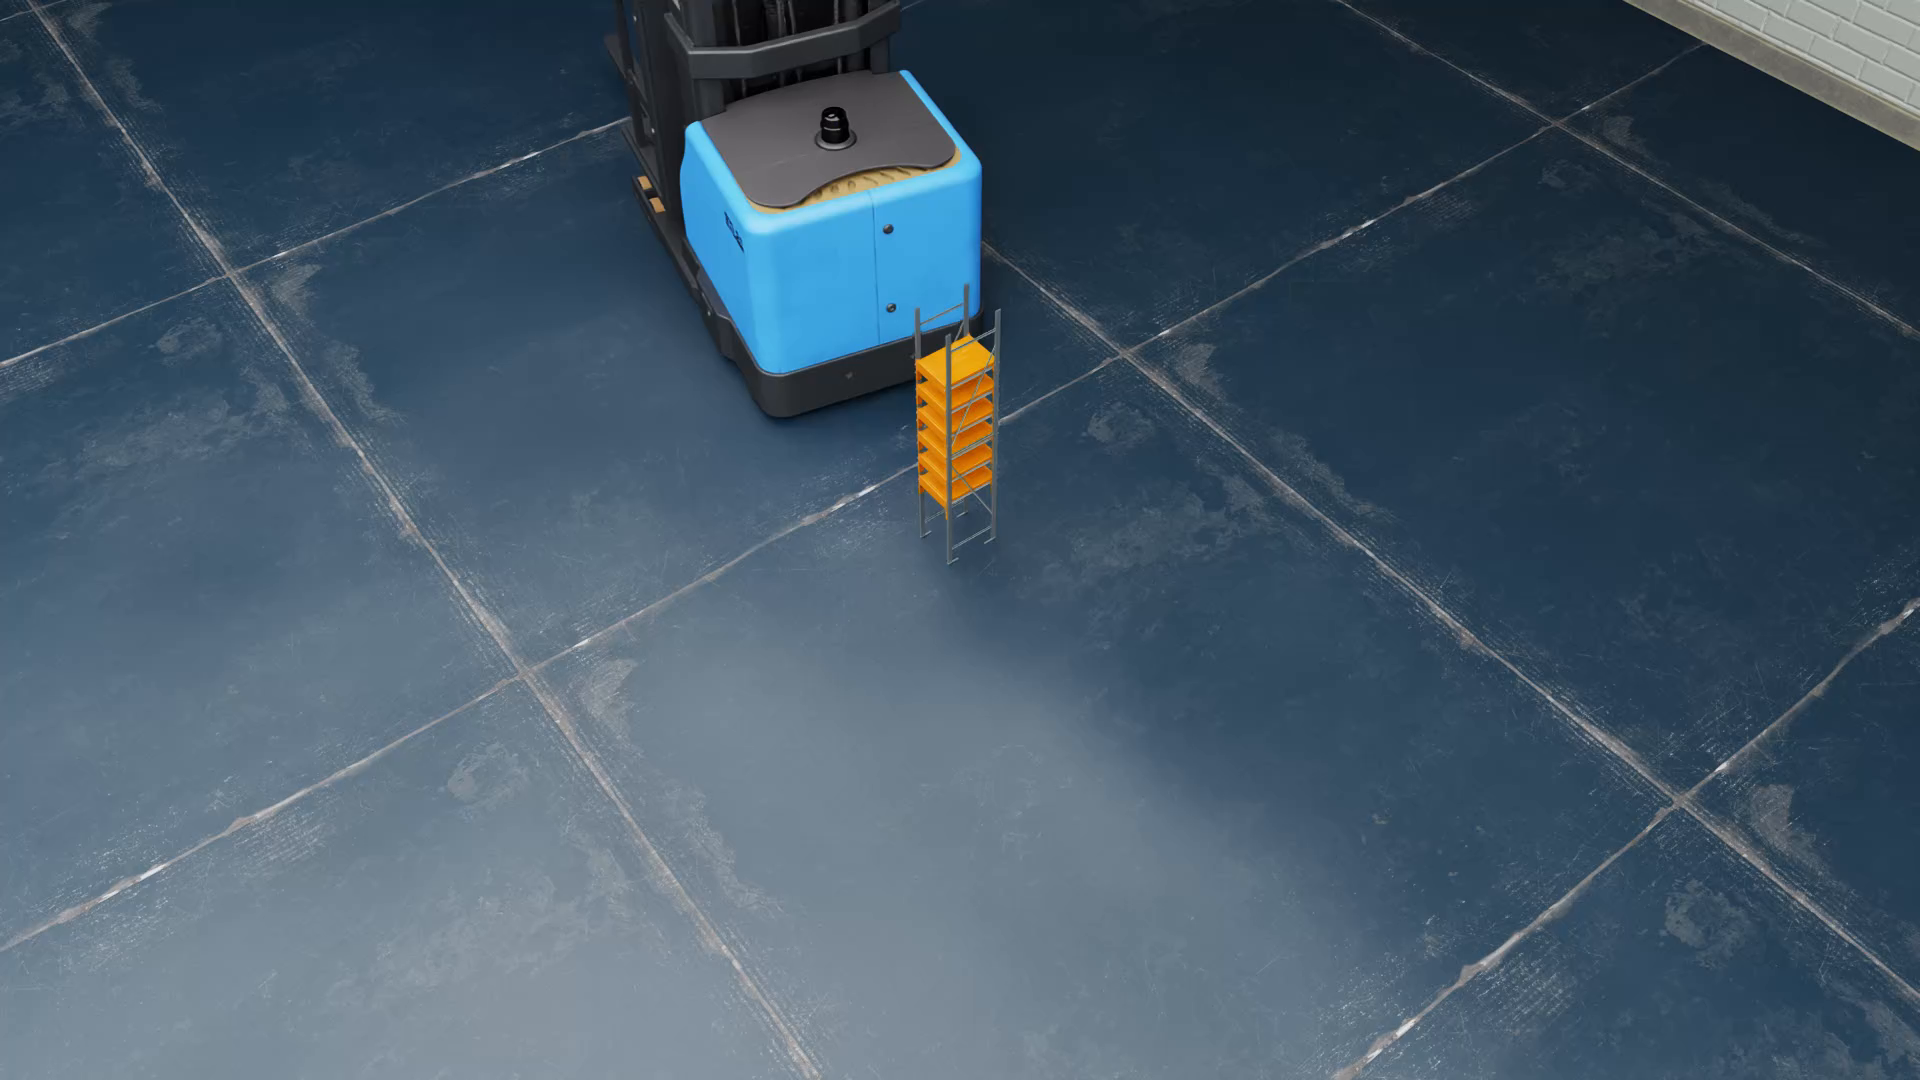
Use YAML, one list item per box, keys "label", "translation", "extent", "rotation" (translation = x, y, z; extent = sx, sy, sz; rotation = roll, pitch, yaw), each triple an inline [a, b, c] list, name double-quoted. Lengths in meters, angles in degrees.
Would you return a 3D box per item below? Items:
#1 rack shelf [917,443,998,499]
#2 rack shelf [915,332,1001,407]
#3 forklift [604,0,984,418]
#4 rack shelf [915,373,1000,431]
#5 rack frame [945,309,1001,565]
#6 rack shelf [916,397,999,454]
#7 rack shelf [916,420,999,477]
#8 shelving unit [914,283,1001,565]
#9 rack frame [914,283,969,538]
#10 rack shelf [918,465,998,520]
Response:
- label: "rack shelf"
  translation: [-0.009, -0.301, 6.434]
  extent: [0.258, 0.103, 0.180]
  rotation: [-29, 54, -24]
- label: "rack shelf"
  translation: [-0.009, -0.623, 6.078]
  extent: [0.258, 0.103, 0.180]
  rotation: [-29, 54, -24]
- label: "forklift"
  translation: [-0.968, -2.616, 7.142]
  extent: [1.130, 2.935, 3.031]
  rotation: [-19, 51, -16]
- label: "rack shelf"
  translation: [-0.009, -0.543, 6.167]
  extent: [0.258, 0.103, 0.180]
  rotation: [-29, 54, -24]
- label: "rack frame"
  translation: [0.047, -0.358, 6.263]
  extent: [0.240, 1.200, 0.006]
  rotation: [-29, 54, -24]
- label: "rack shelf"
  translation: [-0.009, -0.462, 6.256]
  extent: [0.258, 0.103, 0.180]
  rotation: [-29, 54, -24]
- label: "rack shelf"
  translation: [-0.009, -0.382, 6.345]
  extent: [0.258, 0.103, 0.180]
  rotation: [-29, 54, -24]
- label: "shelving unit"
  translation: [-0.009, -0.412, 6.312]
  extent: [0.258, 1.200, 0.189]
  rotation: [-29, 54, -24]
- label: "rack frame"
  translation: [-0.064, -0.465, 6.361]
  extent: [0.240, 1.200, 0.006]
  rotation: [-29, 54, -24]
- label: "rack shelf"
  translation: [-0.009, -0.220, 6.523]
  extent: [0.258, 0.103, 0.180]
  rotation: [-29, 54, -24]
